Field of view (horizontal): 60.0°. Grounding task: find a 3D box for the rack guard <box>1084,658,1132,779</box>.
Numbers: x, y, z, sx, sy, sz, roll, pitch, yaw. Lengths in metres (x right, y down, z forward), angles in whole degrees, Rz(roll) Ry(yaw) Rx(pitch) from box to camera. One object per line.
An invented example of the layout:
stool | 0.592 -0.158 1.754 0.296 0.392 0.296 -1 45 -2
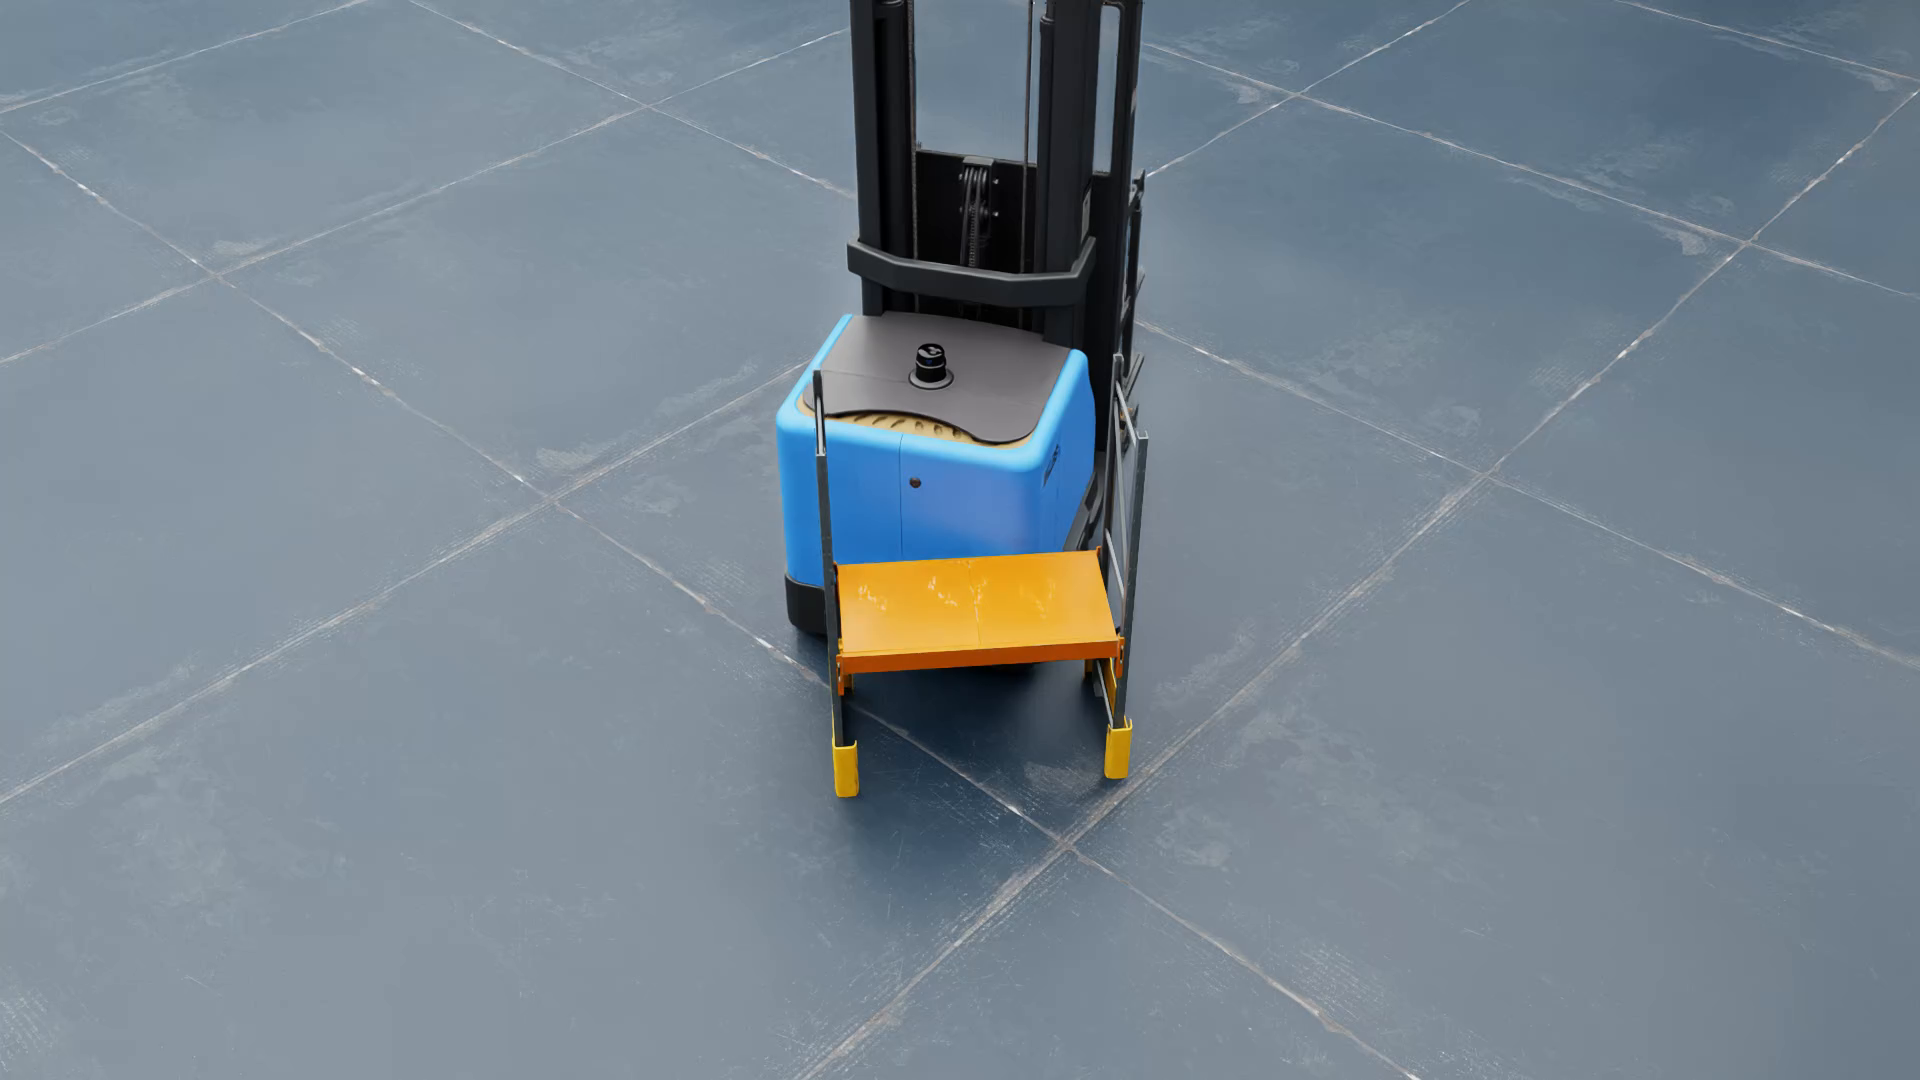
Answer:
rack guard | 0.555 0.602 6.292 0.087 0.250 0.587 -3 39 -4

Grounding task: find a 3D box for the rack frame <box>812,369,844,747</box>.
rack frame | -0.456 0.170 5.831 0.032 1.500 0.500 -3 39 -4

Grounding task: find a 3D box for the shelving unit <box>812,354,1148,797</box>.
shelving unit | 0.059 0.141 5.868 1.083 1.500 0.587 -3 39 -4

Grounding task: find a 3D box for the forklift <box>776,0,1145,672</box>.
forklift | 0.209 -1.557 6.853 1.130 2.935 3.031 10 40 13

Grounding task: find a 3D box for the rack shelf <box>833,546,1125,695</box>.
rack shelf | 0.050 0.282 5.979 1.000 0.185 0.538 -3 39 -4

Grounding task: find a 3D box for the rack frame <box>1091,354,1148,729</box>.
rack frame | 0.556 0.113 5.903 0.032 1.500 0.500 -3 39 -4

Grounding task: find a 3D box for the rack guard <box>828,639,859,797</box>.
rack guard | -0.437 0.658 6.221 0.087 0.250 0.587 -3 39 -4
